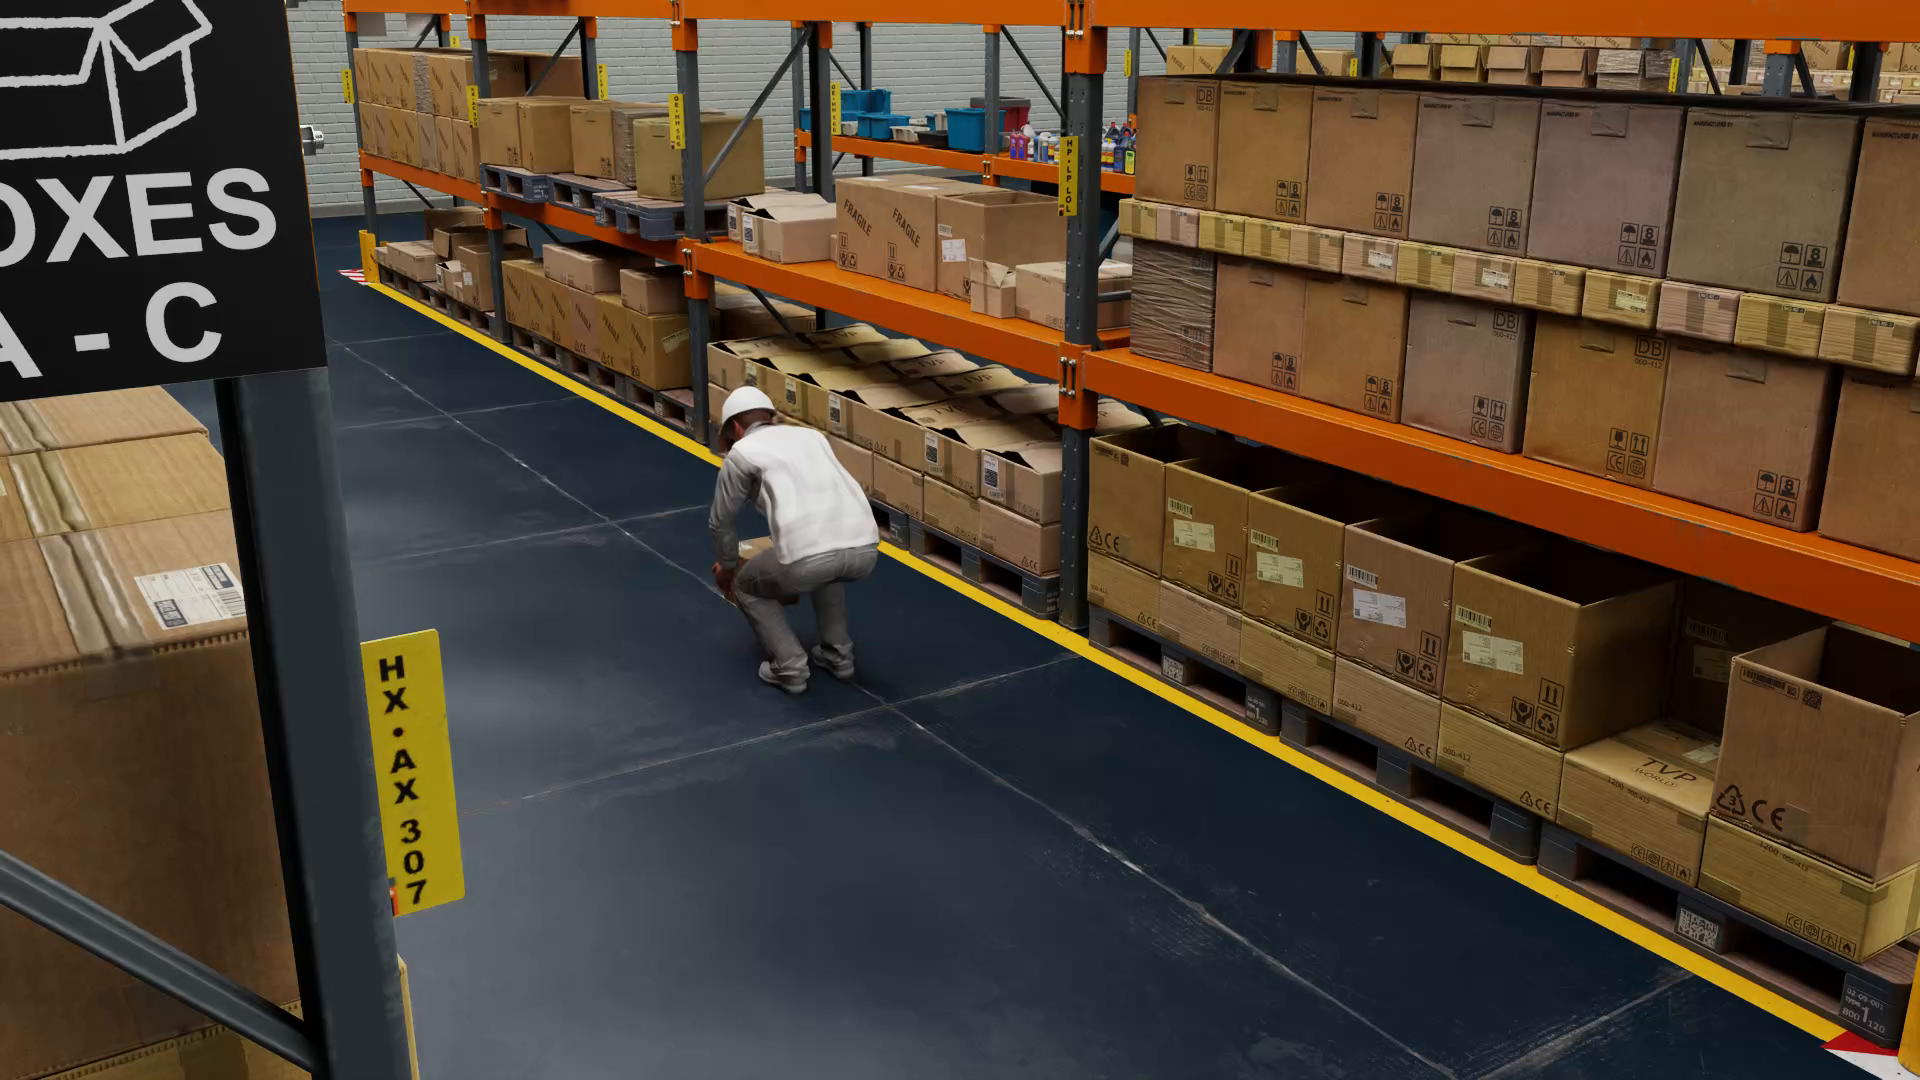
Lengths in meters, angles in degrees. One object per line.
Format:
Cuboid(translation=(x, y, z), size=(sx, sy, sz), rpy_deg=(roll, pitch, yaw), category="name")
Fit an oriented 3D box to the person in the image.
Cuboid(translation=(-0.718, -0.002, 6.960), size=(0.570, 1.196, 0.850), rpy_deg=(-11, 21, -32), category="person")
